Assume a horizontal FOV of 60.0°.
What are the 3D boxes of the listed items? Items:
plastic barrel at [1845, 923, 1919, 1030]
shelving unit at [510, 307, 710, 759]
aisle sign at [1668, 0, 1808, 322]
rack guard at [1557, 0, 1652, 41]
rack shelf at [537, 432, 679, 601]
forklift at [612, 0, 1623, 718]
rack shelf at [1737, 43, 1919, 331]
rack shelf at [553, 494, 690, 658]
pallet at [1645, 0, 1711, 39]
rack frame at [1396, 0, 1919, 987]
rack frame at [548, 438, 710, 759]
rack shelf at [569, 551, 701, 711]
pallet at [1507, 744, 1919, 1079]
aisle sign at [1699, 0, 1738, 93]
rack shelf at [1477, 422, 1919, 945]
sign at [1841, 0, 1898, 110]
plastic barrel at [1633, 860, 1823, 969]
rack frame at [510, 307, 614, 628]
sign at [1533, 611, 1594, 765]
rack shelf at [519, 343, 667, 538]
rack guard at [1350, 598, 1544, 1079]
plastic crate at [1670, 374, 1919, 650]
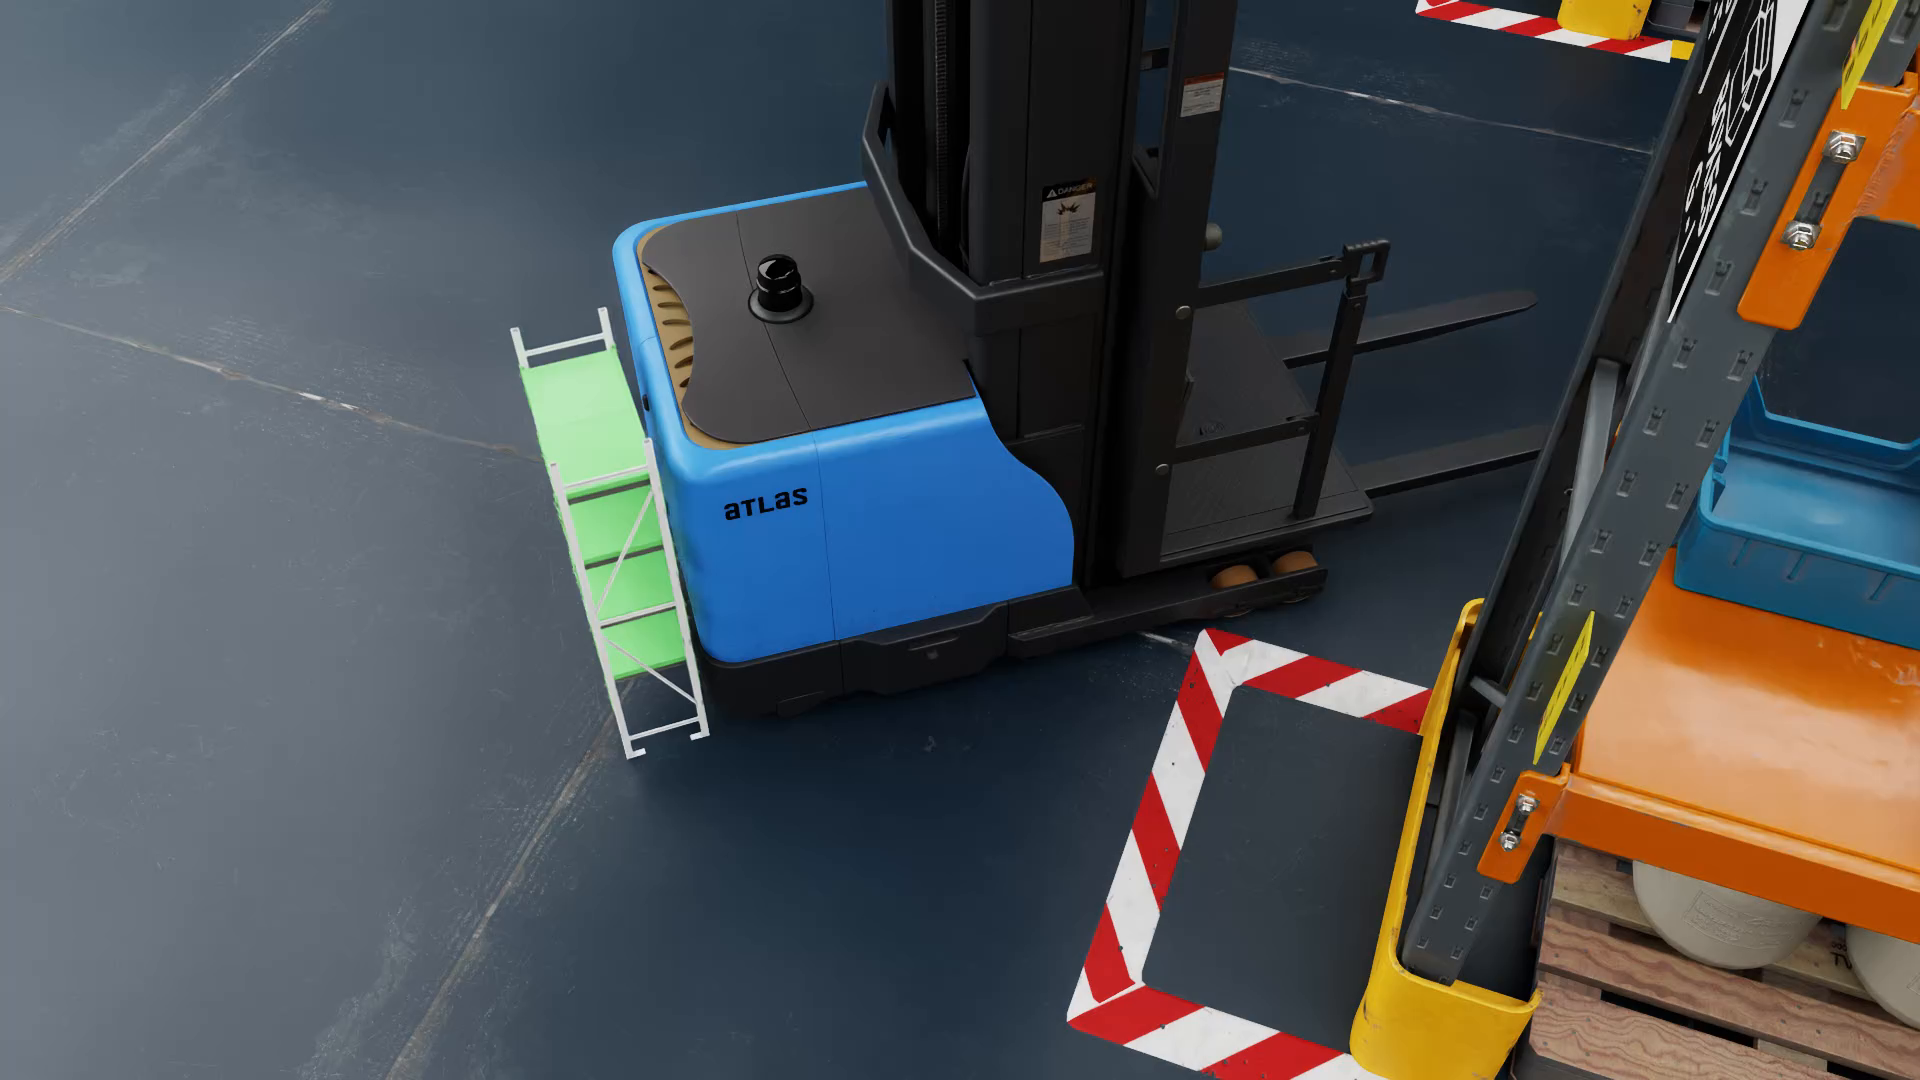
[{"bbox_3d":[2.345,0.887,3.865,0.421,0.512,0.421,0,49,0],"label":"plastic barrel"},{"bbox_3d":[-0.915,0.019,4.439,0.258,1.200,0.503,-15,51,-13],"label":"shelving unit"},{"bbox_3d":[1.062,-0.703,2.154,0.004,0.787,0.394,16,51,13],"label":"aisle sign"},{"bbox_3d":[2.928,-2.738,7.292,0.348,0.500,1.175,16,51,13],"label":"rack guard"},{"bbox_3d":[-0.915,-0.097,4.306,0.258,0.148,0.480,-15,51,-13],"label":"rack shelf"},{"bbox_3d":[0.603,-1.097,4.262,3.031,2.935,1.130,-13,50,-11],"label":"forklift"},{"bbox_3d":[3.107,-0.263,1.984,4.000,0.370,1.077,16,51,13],"label":"rack shelf"},{"bbox_3d":[-0.915,0.061,4.488,0.258,0.148,0.480,-15,51,-13],"label":"rack shelf"},{"bbox_3d":[3.683,-2.466,7.248,1.213,0.211,1.003,16,51,13],"label":"pallet"},{"bbox_3d":[1.231,-0.040,3.300,0.127,3.000,1.000,16,51,13],"label":"rack frame"},{"bbox_3d":[-0.831,0.192,4.289,0.240,1.200,0.015,-15,51,-13],"label":"rack frame"},{"bbox_3d":[-0.916,0.218,4.669,0.258,0.148,0.480,-15,51,-13],"label":"rack shelf"},{"bbox_3d":[2.079,1.076,4.177,1.213,0.211,1.003,16,51,13],"label":"pallet"},{"bbox_3d":[1.266,-1.121,2.516,0.004,0.787,0.394,16,51,13],"label":"aisle sign"},{"bbox_3d":[3.107,0.719,3.118,4.000,0.370,1.077,16,51,13],"label":"rack shelf"},{"bbox_3d":[1.036,-0.636,1.826,0.005,0.325,0.100,16,51,13],"label":"sign"},{"bbox_3d":[1.875,0.756,3.979,0.421,0.512,0.421,0,49,0],"label":"plastic barrel"},{"bbox_3d":[-0.999,-0.154,4.589,0.240,1.200,0.015,-15,51,-13],"label":"rack frame"},{"bbox_3d":[1.036,0.258,2.858,0.005,0.325,0.100,16,51,13],"label":"sign"},{"bbox_3d":[-0.914,-0.254,4.125,0.258,0.148,0.480,-15,51,-13],"label":"rack shelf"},{"bbox_3d":[1.318,0.765,4.256,0.348,0.500,1.175,16,51,13],"label":"rack guard"},{"bbox_3d":[1.804,-0.072,3.426,0.616,0.251,0.499,16,51,13],"label":"plastic crate"}]
